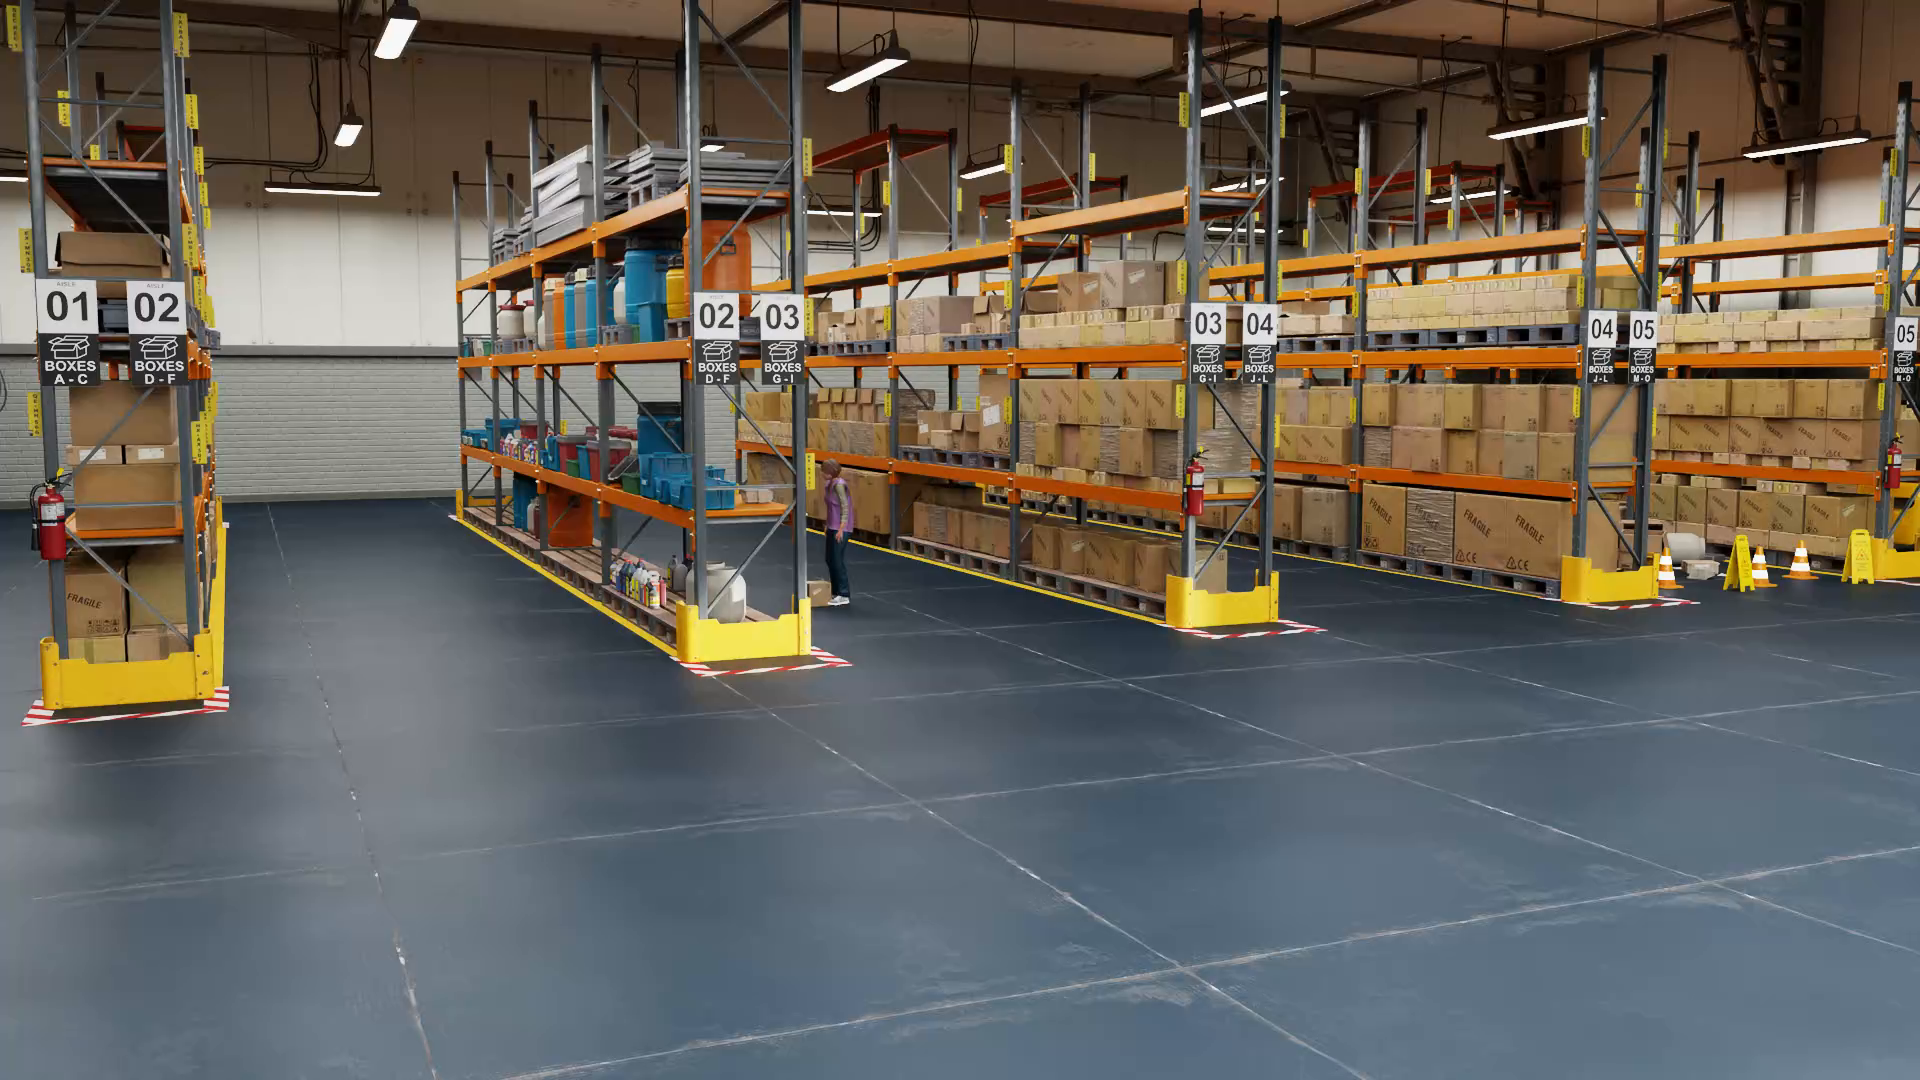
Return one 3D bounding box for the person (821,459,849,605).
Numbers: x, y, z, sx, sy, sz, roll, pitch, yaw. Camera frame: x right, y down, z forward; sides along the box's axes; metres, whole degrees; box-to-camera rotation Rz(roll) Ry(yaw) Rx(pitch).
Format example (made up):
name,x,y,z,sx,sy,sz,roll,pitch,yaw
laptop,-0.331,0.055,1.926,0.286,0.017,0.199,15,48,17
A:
name,x,y,z,sx,sy,sz,roll,pitch,yaw
person,-1.359,-0.088,18.170,0.332,1.581,0.465,-3,6,-24
